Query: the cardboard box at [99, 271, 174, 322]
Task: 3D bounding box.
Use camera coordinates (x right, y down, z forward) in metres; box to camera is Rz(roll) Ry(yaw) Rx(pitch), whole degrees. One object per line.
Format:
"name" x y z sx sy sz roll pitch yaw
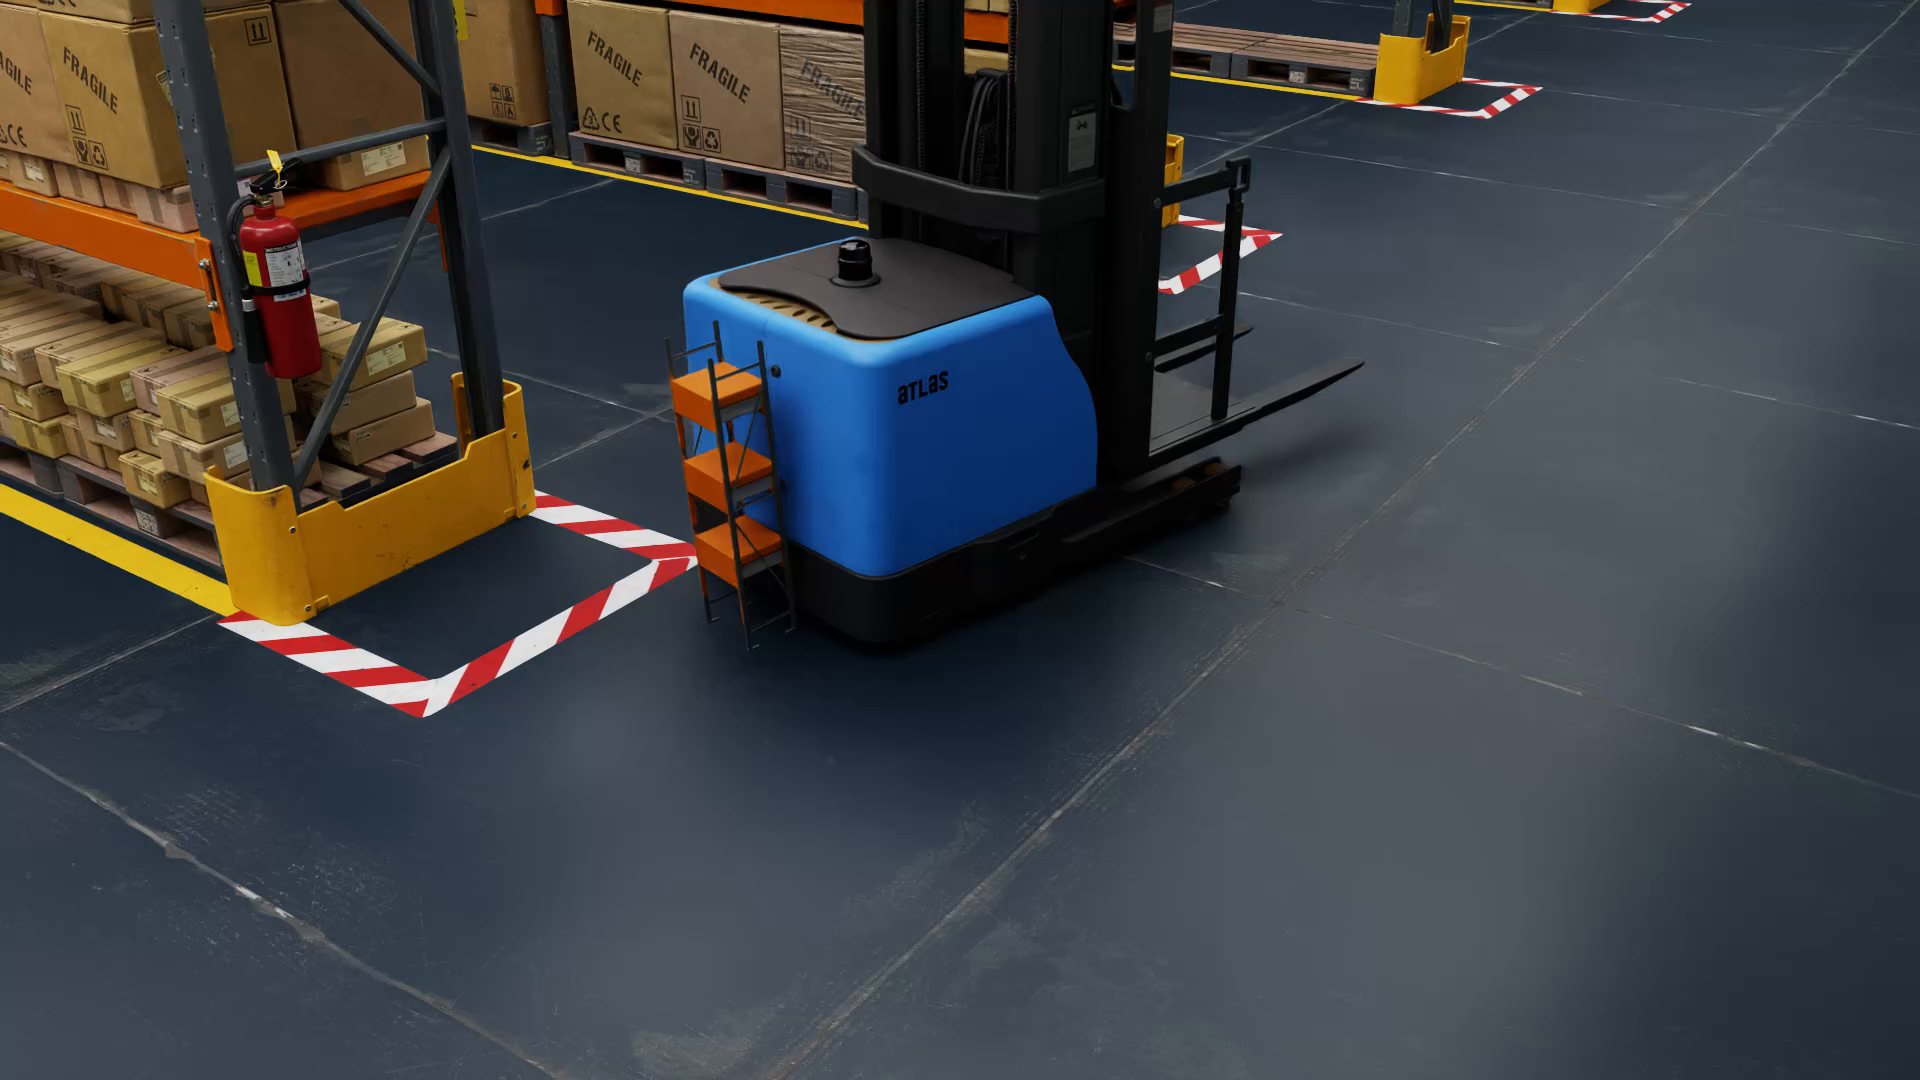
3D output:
"cardboard box" -3.374 -1.048 7.025 0.250 0.149 0.380 18 32 31

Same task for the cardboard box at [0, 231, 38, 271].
"cardboard box" -4.283 -1.281 7.484 0.250 0.149 0.380 18 32 32

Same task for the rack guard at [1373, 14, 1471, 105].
"rack guard" 3.684 -3.838 13.241 0.348 0.500 1.175 17 32 30

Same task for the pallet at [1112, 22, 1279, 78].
"pallet" 1.998 -4.251 14.370 1.213 0.211 1.003 17 32 30

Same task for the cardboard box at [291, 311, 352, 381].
"cardboard box" -2.574 -0.743 6.427 0.250 0.149 0.380 18 32 31

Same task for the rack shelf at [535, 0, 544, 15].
"rack shelf" -4.093 -4.322 12.229 4.000 0.370 1.077 17 32 30

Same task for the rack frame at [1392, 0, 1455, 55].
"rack frame" 3.657 -4.954 12.677 0.127 3.000 1.000 17 32 30

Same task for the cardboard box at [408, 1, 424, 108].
"cardboard box" -3.720 -3.755 12.202 0.875 0.875 1.225 16 31 29

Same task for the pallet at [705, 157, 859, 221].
"pallet" -0.852 -2.349 10.633 1.213 0.211 1.003 17 32 30

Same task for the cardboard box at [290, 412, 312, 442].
"cardboard box" -2.551 -0.481 6.568 0.250 0.149 0.380 17 32 30

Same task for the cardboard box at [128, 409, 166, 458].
"cardboard box" -2.820 -0.439 6.158 0.250 0.149 0.380 16 31 29

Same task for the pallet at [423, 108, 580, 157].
"pallet" -3.123 -3.056 12.023 1.213 0.211 1.003 17 32 30

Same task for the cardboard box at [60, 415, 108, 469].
"cardboard box" -3.240 -0.434 6.476 0.250 0.149 0.380 18 32 31

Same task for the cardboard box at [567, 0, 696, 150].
"cardboard box" -1.946 -3.170 11.051 0.875 0.875 0.875 17 32 30

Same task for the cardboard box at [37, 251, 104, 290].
"cardboard box" -3.779 -1.181 7.288 0.250 0.149 0.380 16 31 29

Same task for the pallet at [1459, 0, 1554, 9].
"pallet" 5.744 -5.786 17.386 1.213 0.211 1.003 17 32 30

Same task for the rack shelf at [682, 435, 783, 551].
"rack shelf" -0.736 -0.155 5.405 0.215 0.259 0.240 -26 36 -33

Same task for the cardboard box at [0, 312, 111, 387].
"cardboard box" -3.509 -0.740 6.421 0.250 0.149 0.380 19 32 32

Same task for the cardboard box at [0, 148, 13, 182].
"cardboard box" -3.291 -1.412 5.994 0.250 0.149 0.380 16 31 28

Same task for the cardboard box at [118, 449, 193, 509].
"cardboard box" -2.860 -0.276 6.165 0.250 0.149 0.380 18 32 32

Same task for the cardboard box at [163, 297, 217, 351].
"cardboard box" -2.960 -0.888 6.712 0.250 0.149 0.380 16 31 28

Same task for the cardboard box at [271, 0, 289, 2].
"cardboard box" -2.258 -2.111 5.550 0.500 0.500 0.500 17 32 30

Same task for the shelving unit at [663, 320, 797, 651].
"shelving unit" -0.736 -0.164 5.400 0.215 1.050 0.252 -26 36 -33

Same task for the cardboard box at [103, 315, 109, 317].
"cardboard box" -3.658 -0.941 7.144 0.250 0.149 0.380 19 33 33

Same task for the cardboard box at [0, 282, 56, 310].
"cardboard box" -3.896 -0.906 6.747 0.250 0.149 0.380 17 32 31

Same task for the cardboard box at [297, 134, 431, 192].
"cardboard box" -2.120 -1.367 5.907 0.250 0.149 0.380 17 32 30

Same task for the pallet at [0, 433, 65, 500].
"pallet" -3.752 -0.586 7.168 1.213 0.211 1.003 17 32 30

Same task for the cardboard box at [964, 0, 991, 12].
"cardboard box" 0.158 -3.025 9.163 0.250 0.149 0.380 18 32 31

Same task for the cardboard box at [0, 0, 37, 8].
"cardboard box" -2.974 -2.051 5.433 0.500 0.500 0.500 16 31 29

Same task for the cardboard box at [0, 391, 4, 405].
"cardboard box" -3.700 -0.685 6.642 0.250 0.149 0.380 19 33 33

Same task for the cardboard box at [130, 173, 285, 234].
"cardboard box" -2.468 -1.140 5.459 0.250 0.149 0.380 17 32 30

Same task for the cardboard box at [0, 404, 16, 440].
"cardboard box" -3.700 -0.554 6.712 0.250 0.149 0.380 18 32 31

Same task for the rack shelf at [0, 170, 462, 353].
"rack shelf" -3.687 -1.467 6.618 4.000 0.370 1.077 17 32 30

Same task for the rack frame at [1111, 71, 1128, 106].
"rack frame" 0.853 -3.102 9.038 0.127 3.000 1.000 17 32 30

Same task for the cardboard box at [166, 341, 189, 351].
"cardboard box" -3.193 -0.814 6.894 0.250 0.149 0.380 16 31 28

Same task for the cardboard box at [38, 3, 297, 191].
"cardboard box" -2.555 -1.470 5.393 0.500 0.500 0.500 18 32 31

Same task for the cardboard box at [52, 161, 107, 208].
"cardboard box" -2.866 -1.276 5.728 0.250 0.149 0.380 17 32 30

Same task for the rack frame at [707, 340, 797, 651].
"rack frame" -0.656 -0.123 5.318 0.200 1.050 0.008 -26 36 -33

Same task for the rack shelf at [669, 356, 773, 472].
"rack shelf" -0.751 -0.402 5.265 0.215 0.259 0.240 -26 36 -33

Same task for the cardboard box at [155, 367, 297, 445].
"cardboard box" -2.619 -0.497 5.943 0.250 0.149 0.380 18 32 31

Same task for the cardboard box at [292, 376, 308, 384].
"cardboard box" -2.519 -0.645 6.562 0.250 0.149 0.380 17 32 30

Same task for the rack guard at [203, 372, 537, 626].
"rack guard" -2.101 -0.179 6.051 0.348 0.500 1.175 17 32 30

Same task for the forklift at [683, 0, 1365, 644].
"forklift" 0.459 -1.530 6.026 3.031 2.935 1.130 -24 35 -38

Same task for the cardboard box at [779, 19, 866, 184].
"cardboard box" -0.470 -2.710 10.148 0.875 0.875 0.875 17 32 30

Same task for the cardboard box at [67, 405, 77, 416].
"cardboard box" -3.228 -0.592 6.458 0.250 0.149 0.380 17 31 30

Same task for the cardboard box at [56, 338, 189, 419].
"cardboard box" -3.079 -0.602 6.149 0.250 0.149 0.380 17 31 29
